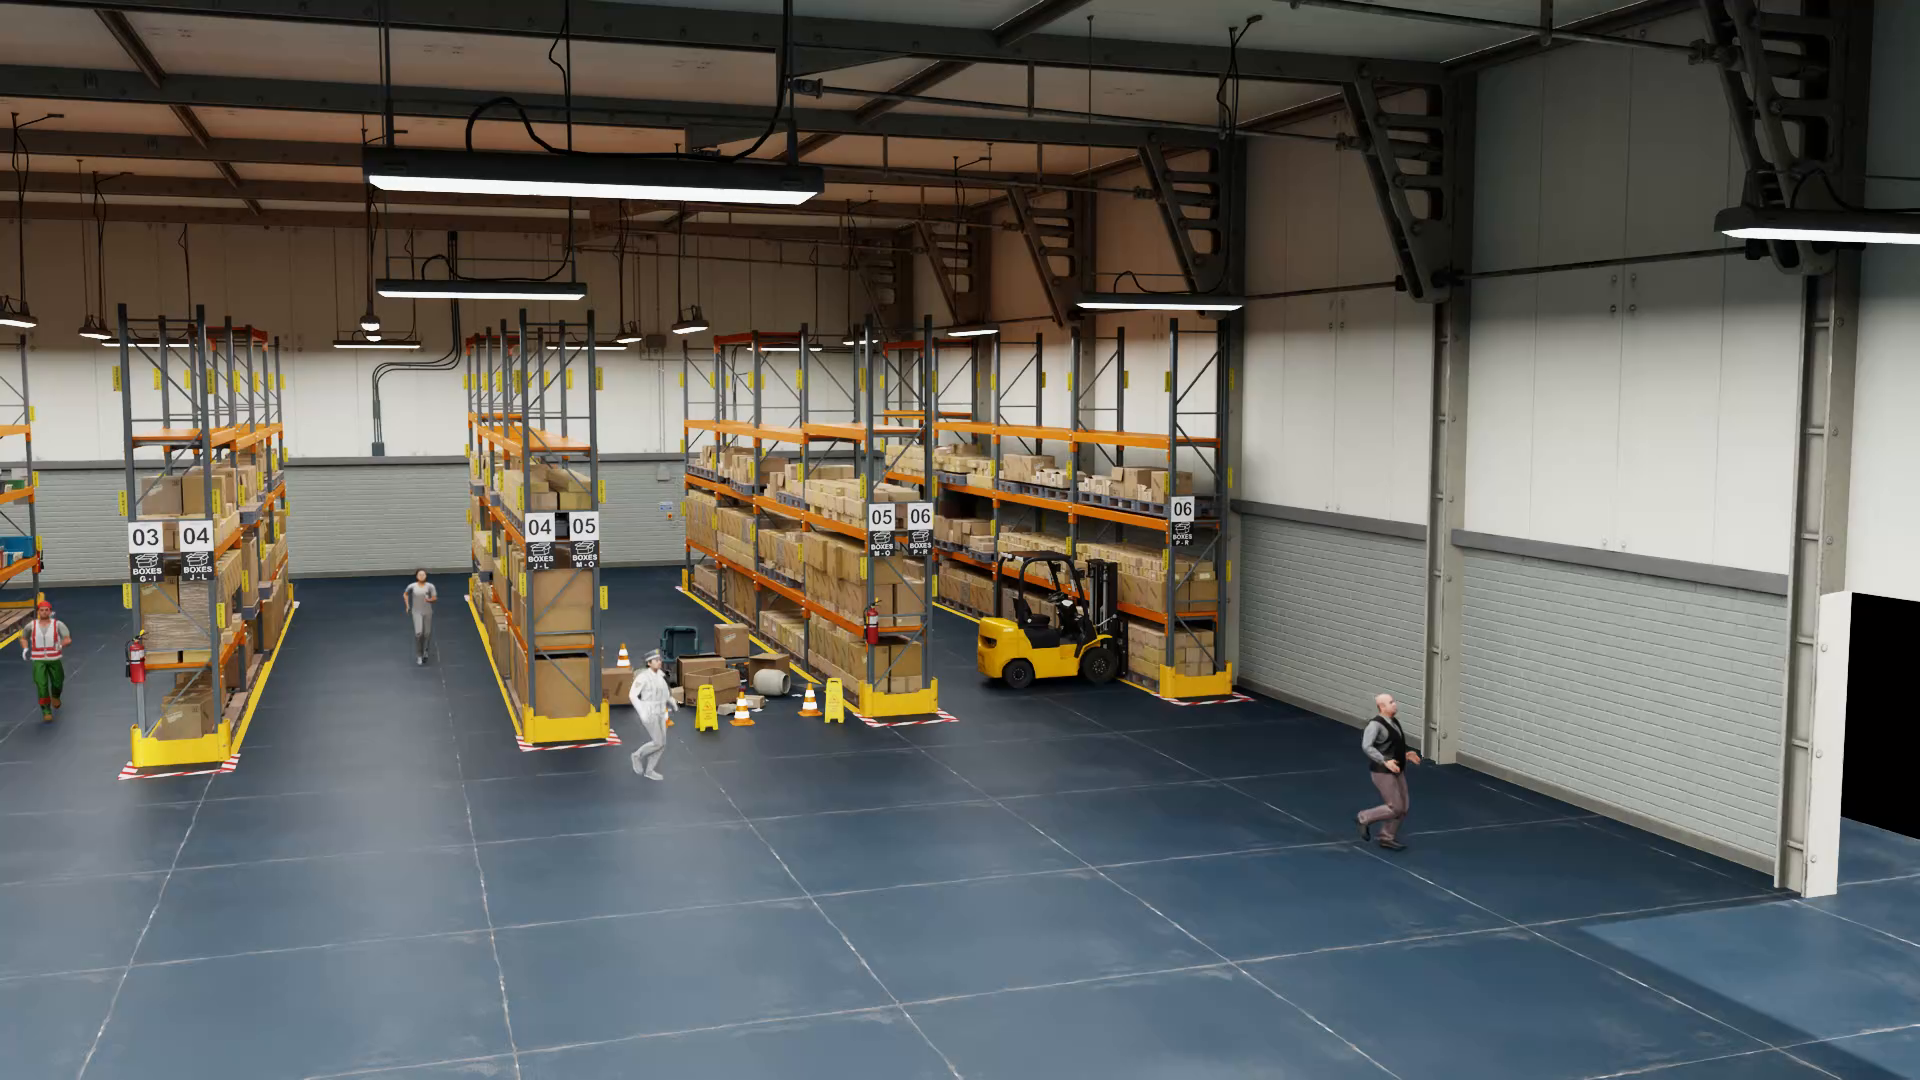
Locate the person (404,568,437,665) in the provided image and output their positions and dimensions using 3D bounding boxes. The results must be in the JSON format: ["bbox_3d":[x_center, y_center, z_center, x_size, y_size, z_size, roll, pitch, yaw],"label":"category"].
[{"bbox_3d":[-9.607,1.359,29.673,0.531,1.720,0.738,-3,6,-27],"label":"person"}]

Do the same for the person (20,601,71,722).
[{"bbox_3d":[-13.571,1.787,24.701,0.669,1.760,0.821,-3,6,-28],"label":"person"}]

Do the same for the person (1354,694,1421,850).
[{"bbox_3d":[4.578,2.479,17.841,0.609,1.672,0.658,4,7,37],"label":"person"}]

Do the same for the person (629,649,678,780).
[{"bbox_3d":[-3.863,2.196,20.998,0.544,1.662,0.634,3,6,28],"label":"person"}]
